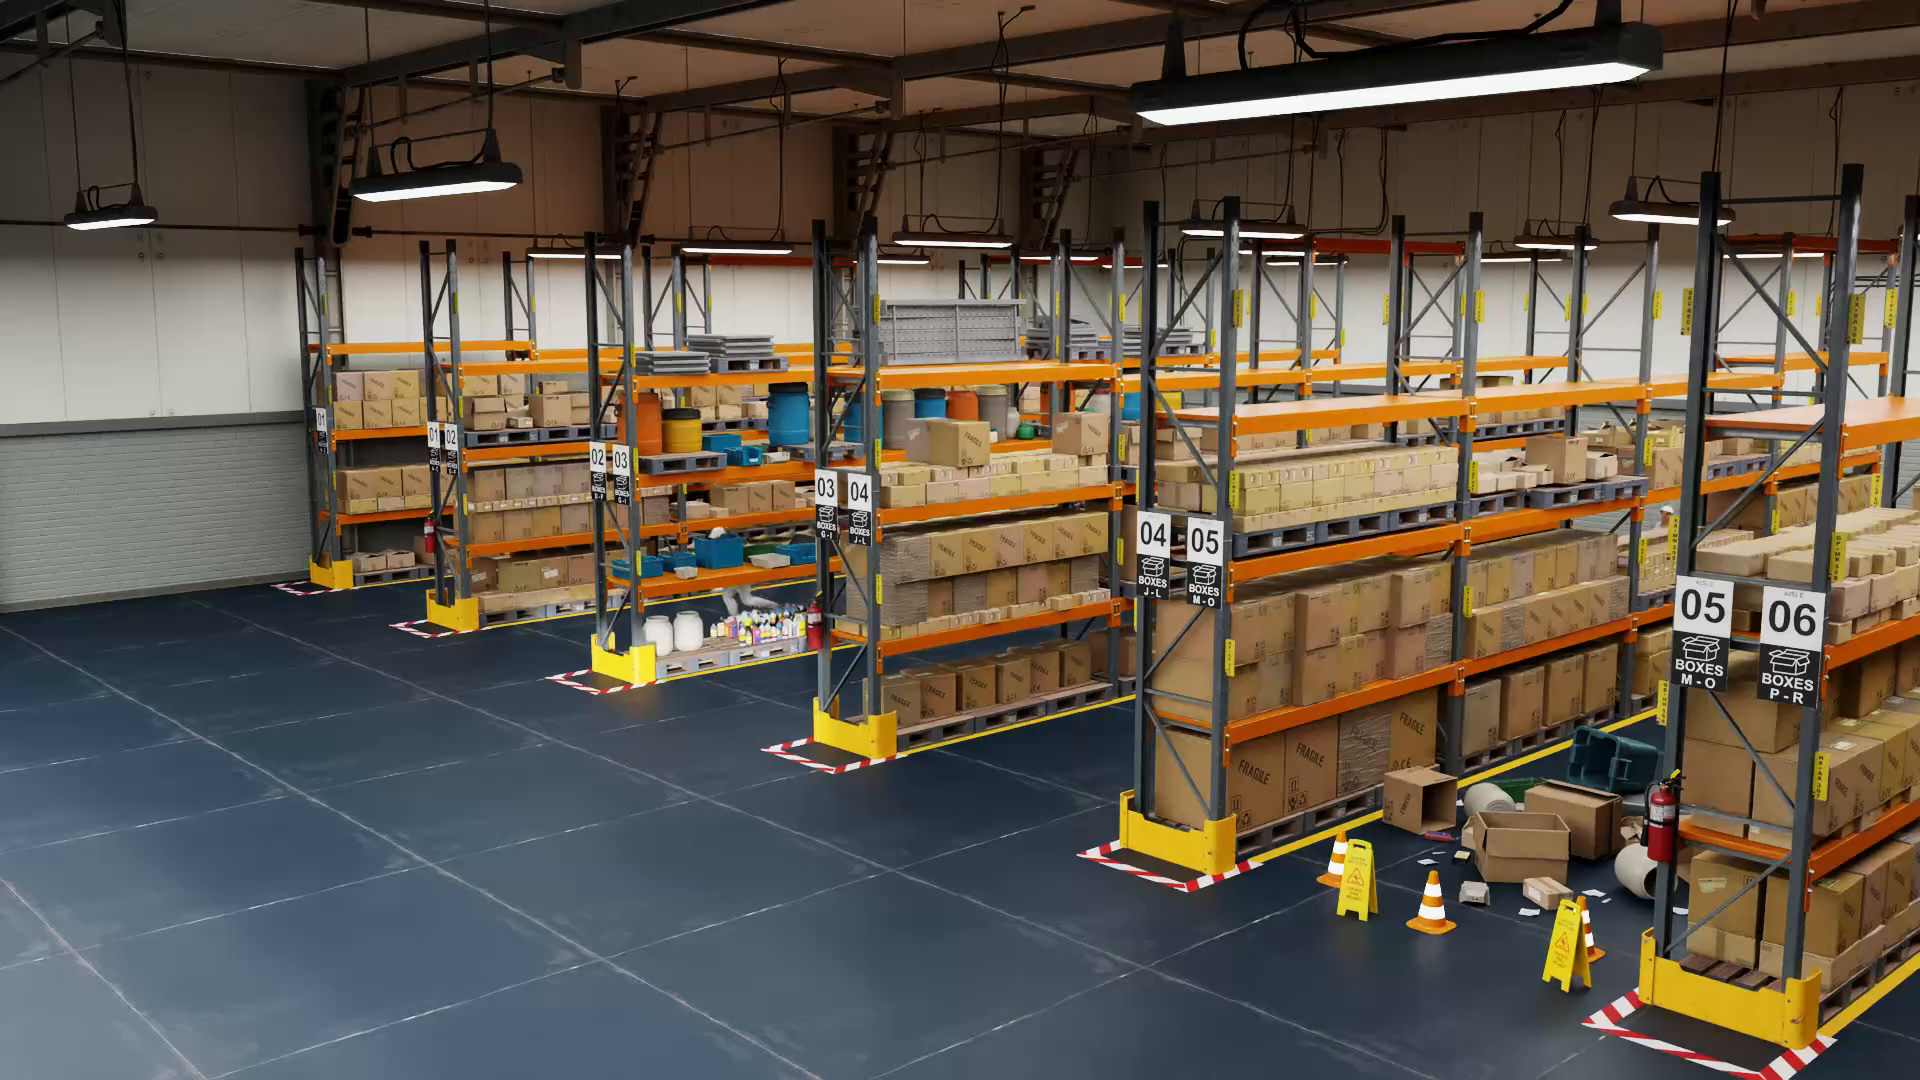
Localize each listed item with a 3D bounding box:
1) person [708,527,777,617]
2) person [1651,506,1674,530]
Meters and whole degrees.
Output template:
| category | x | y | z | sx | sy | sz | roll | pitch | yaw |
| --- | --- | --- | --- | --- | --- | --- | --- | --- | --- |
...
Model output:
| category | x | y | z | sx | sy | sz | roll | pitch | yaw |
| --- | --- | --- | --- | --- | --- | --- | --- | --- | --- |
| person | -3.387 | 0.583 | 26.000 | 1.091 | 1.616 | 0.682 | -2 | 9 | -16 |
| person | 11.531 | 0.318 | 27.230 | 0.845 | 1.774 | 0.655 | -8 | 11 | -42 |
